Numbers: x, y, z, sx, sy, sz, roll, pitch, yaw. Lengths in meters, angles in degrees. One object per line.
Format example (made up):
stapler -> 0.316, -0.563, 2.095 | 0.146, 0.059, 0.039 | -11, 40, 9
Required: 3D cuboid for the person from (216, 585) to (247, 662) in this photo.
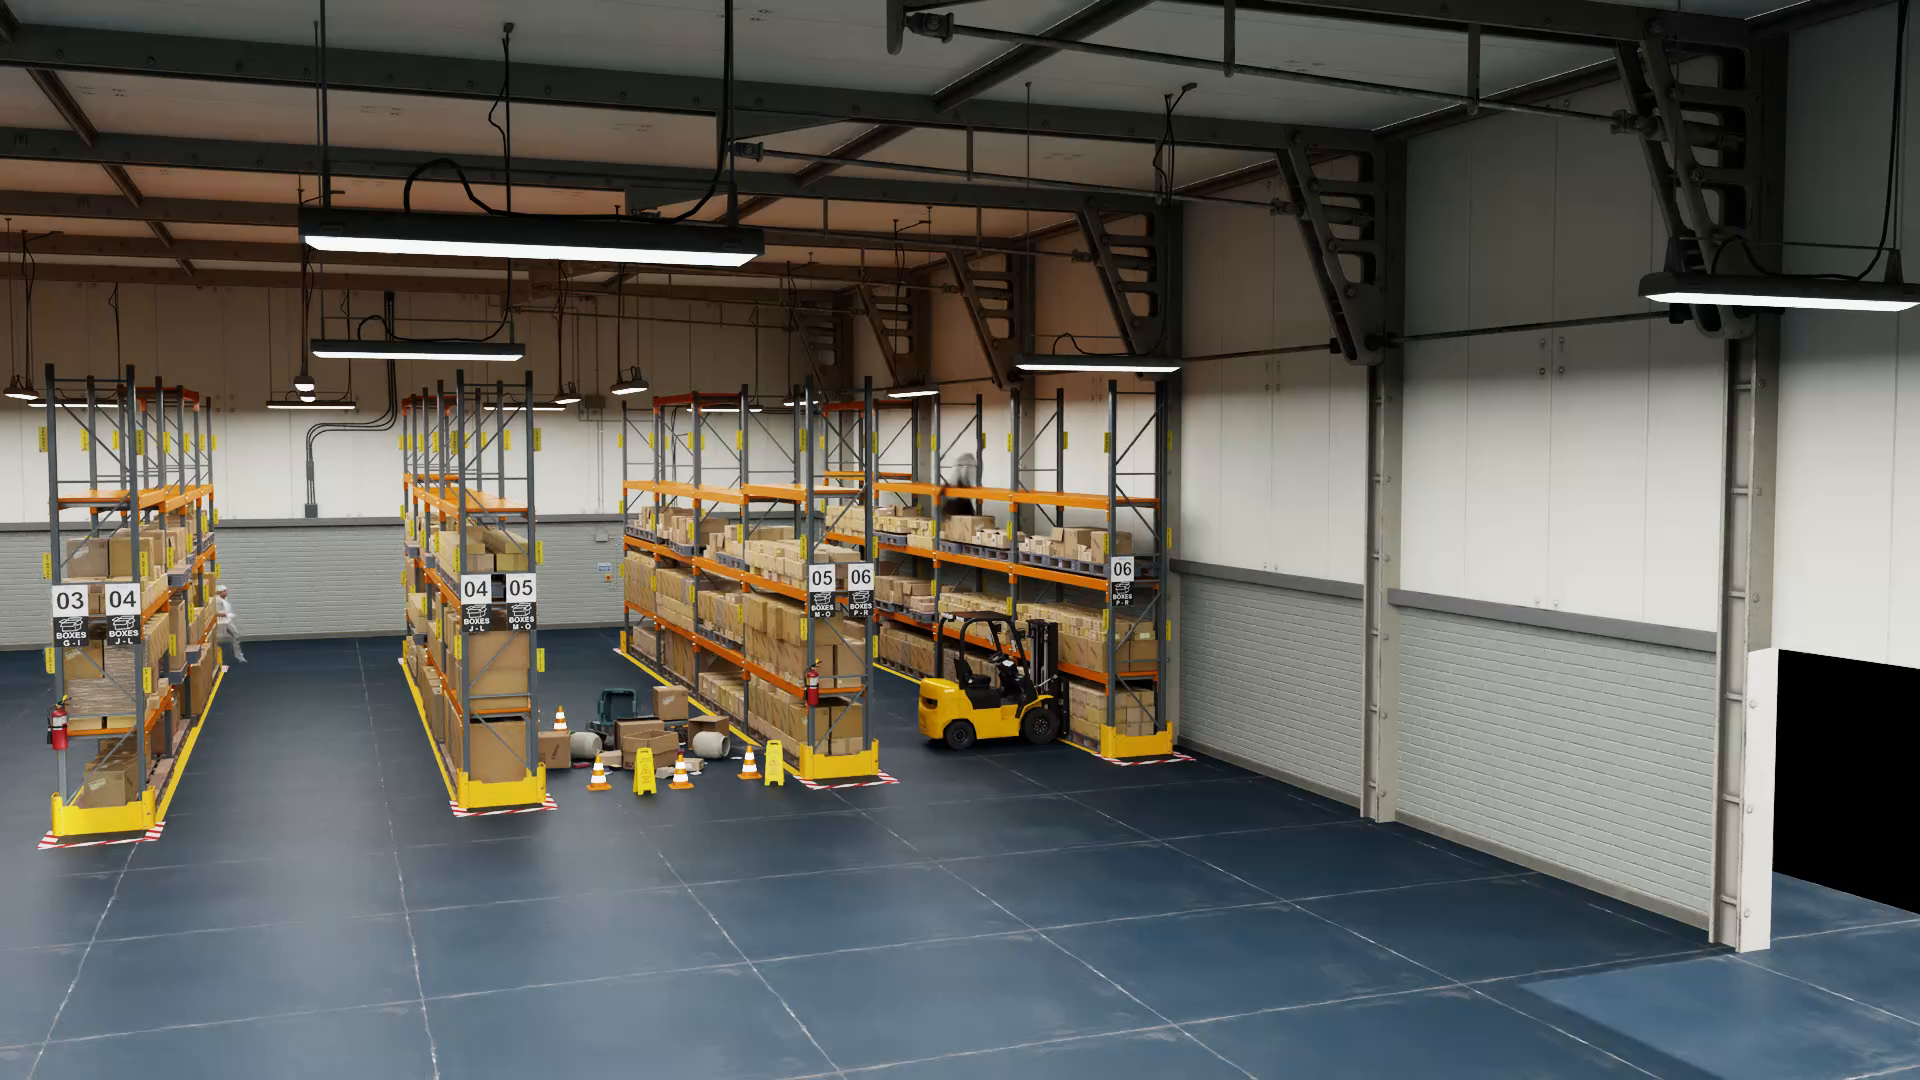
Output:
person -> -16.691, 1.915, 37.683 | 0.865, 1.816, 0.686 | 0, 3, -5
